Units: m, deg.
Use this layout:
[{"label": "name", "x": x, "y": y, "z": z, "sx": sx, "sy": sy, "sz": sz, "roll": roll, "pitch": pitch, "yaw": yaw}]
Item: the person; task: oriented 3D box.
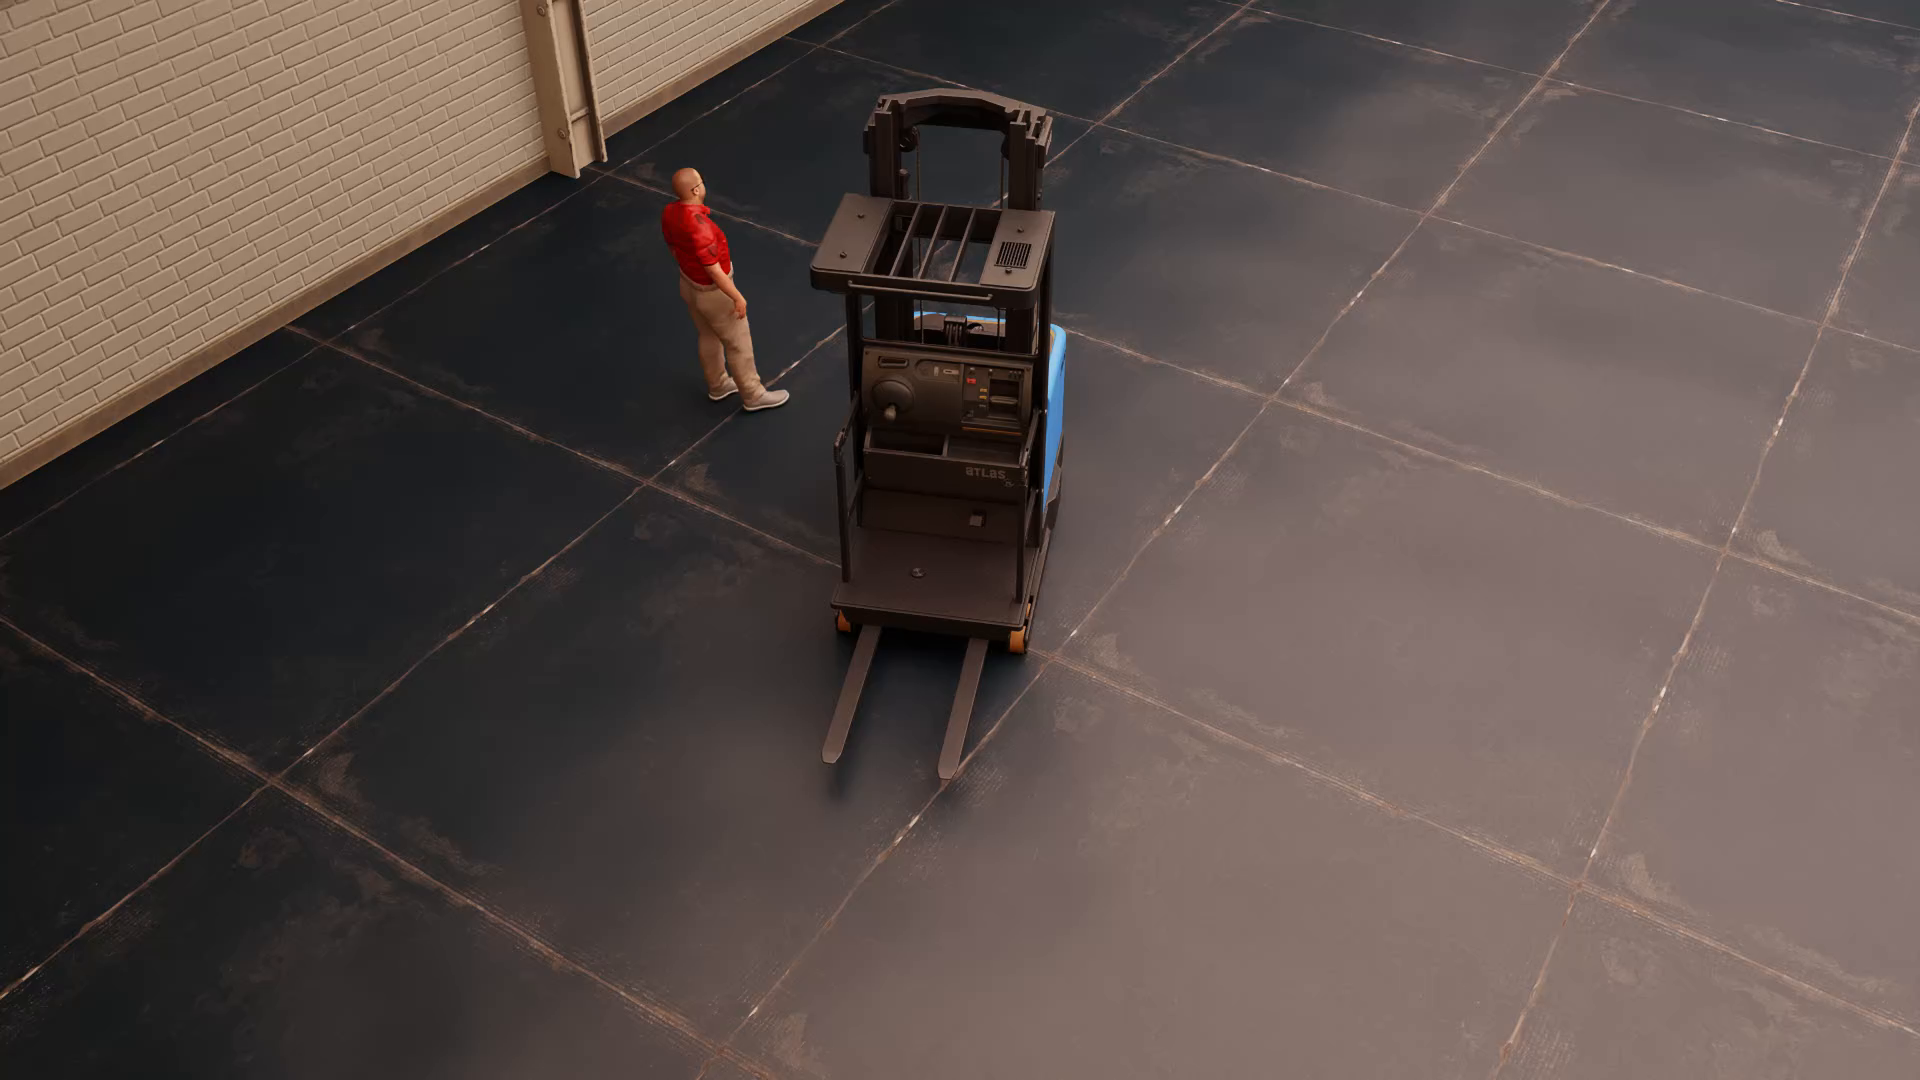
[{"label": "person", "x": -1.553, "y": -1.656, "z": 10.840, "sx": 0.551, "sy": 1.727, "sz": 0.640, "roll": -28, "pitch": 48, "yaw": -29}]

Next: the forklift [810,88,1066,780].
[{"label": "forklift", "x": -0.108, "y": -0.731, "z": 8.830, "sx": 1.130, "sy": 2.935, "sz": 3.031, "roll": 7, "pitch": 41, "yaw": 8}]
